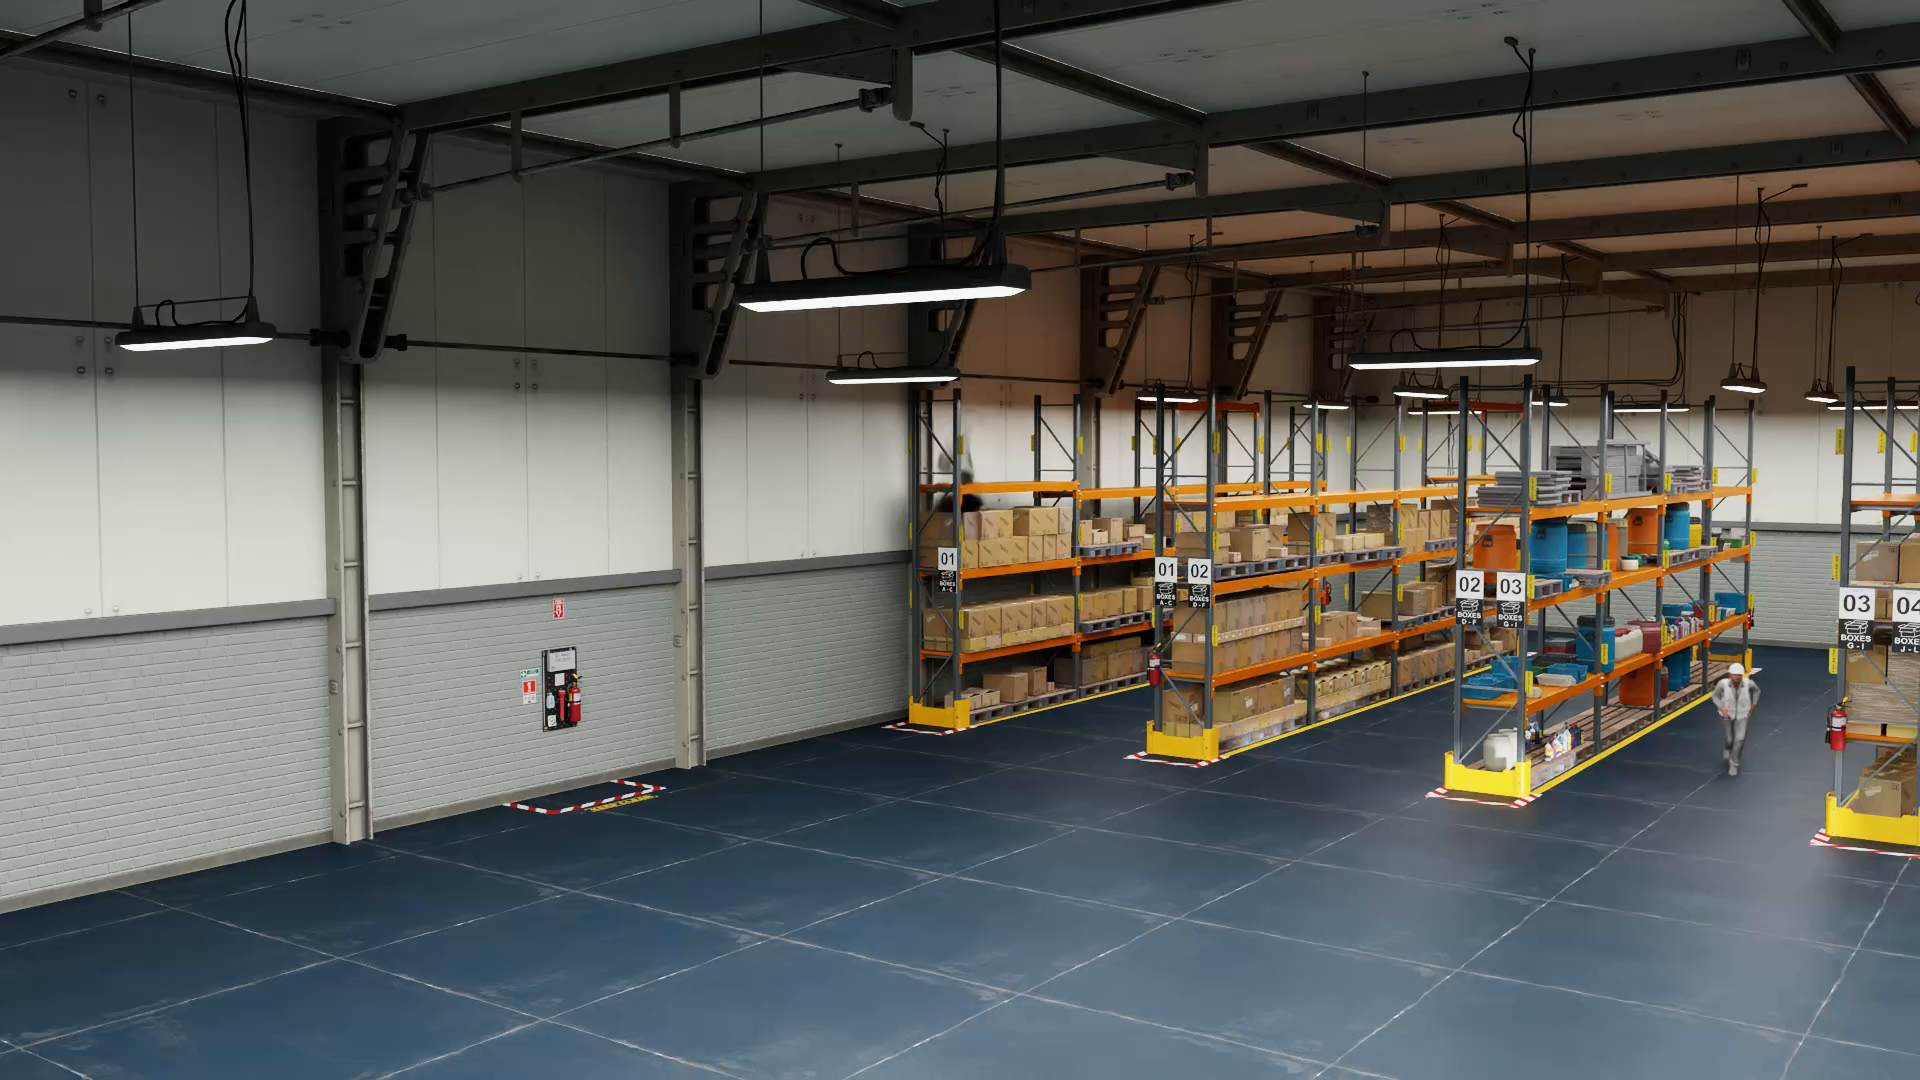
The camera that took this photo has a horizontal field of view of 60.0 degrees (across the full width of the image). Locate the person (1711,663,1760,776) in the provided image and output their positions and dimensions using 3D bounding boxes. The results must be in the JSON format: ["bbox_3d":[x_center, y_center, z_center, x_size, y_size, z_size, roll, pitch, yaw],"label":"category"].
[{"bbox_3d":[11.895,2.715,25.543,0.688,1.731,1.031,1,3,17],"label":"person"}]
